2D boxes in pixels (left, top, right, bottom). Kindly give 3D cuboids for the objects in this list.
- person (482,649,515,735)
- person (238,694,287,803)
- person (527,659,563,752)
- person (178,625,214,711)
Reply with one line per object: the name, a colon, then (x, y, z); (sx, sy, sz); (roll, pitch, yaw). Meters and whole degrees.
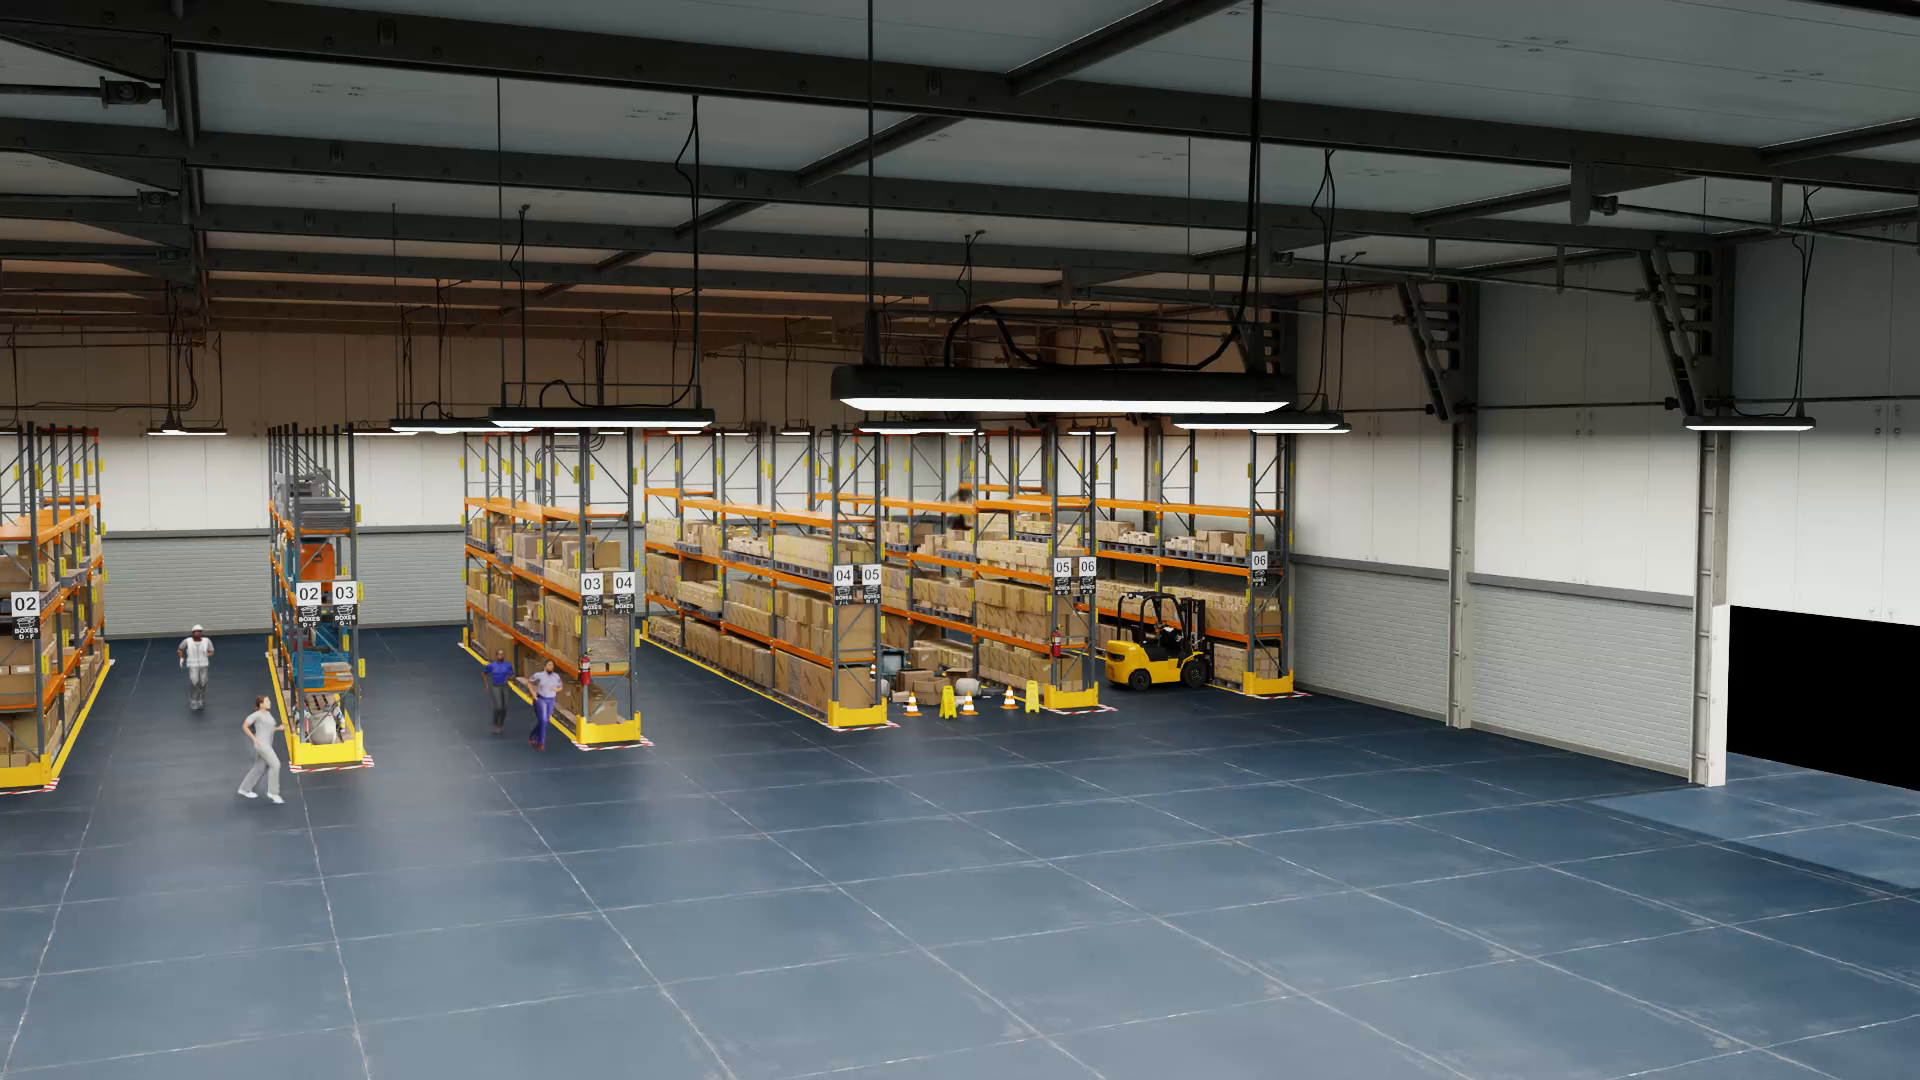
person: (-8.893, 2.934, 32.171); (0.548, 1.657, 0.674); (-2, 4, -32)
person: (-10.998, 3.293, 26.184); (0.776, 1.720, 0.549); (0, 4, -6)
person: (-7.679, 3.055, 30.780); (0.600, 1.685, 0.751); (-3, 5, -45)
person: (-16.057, 2.695, 35.028); (0.656, 1.806, 0.725); (-3, 4, -37)
